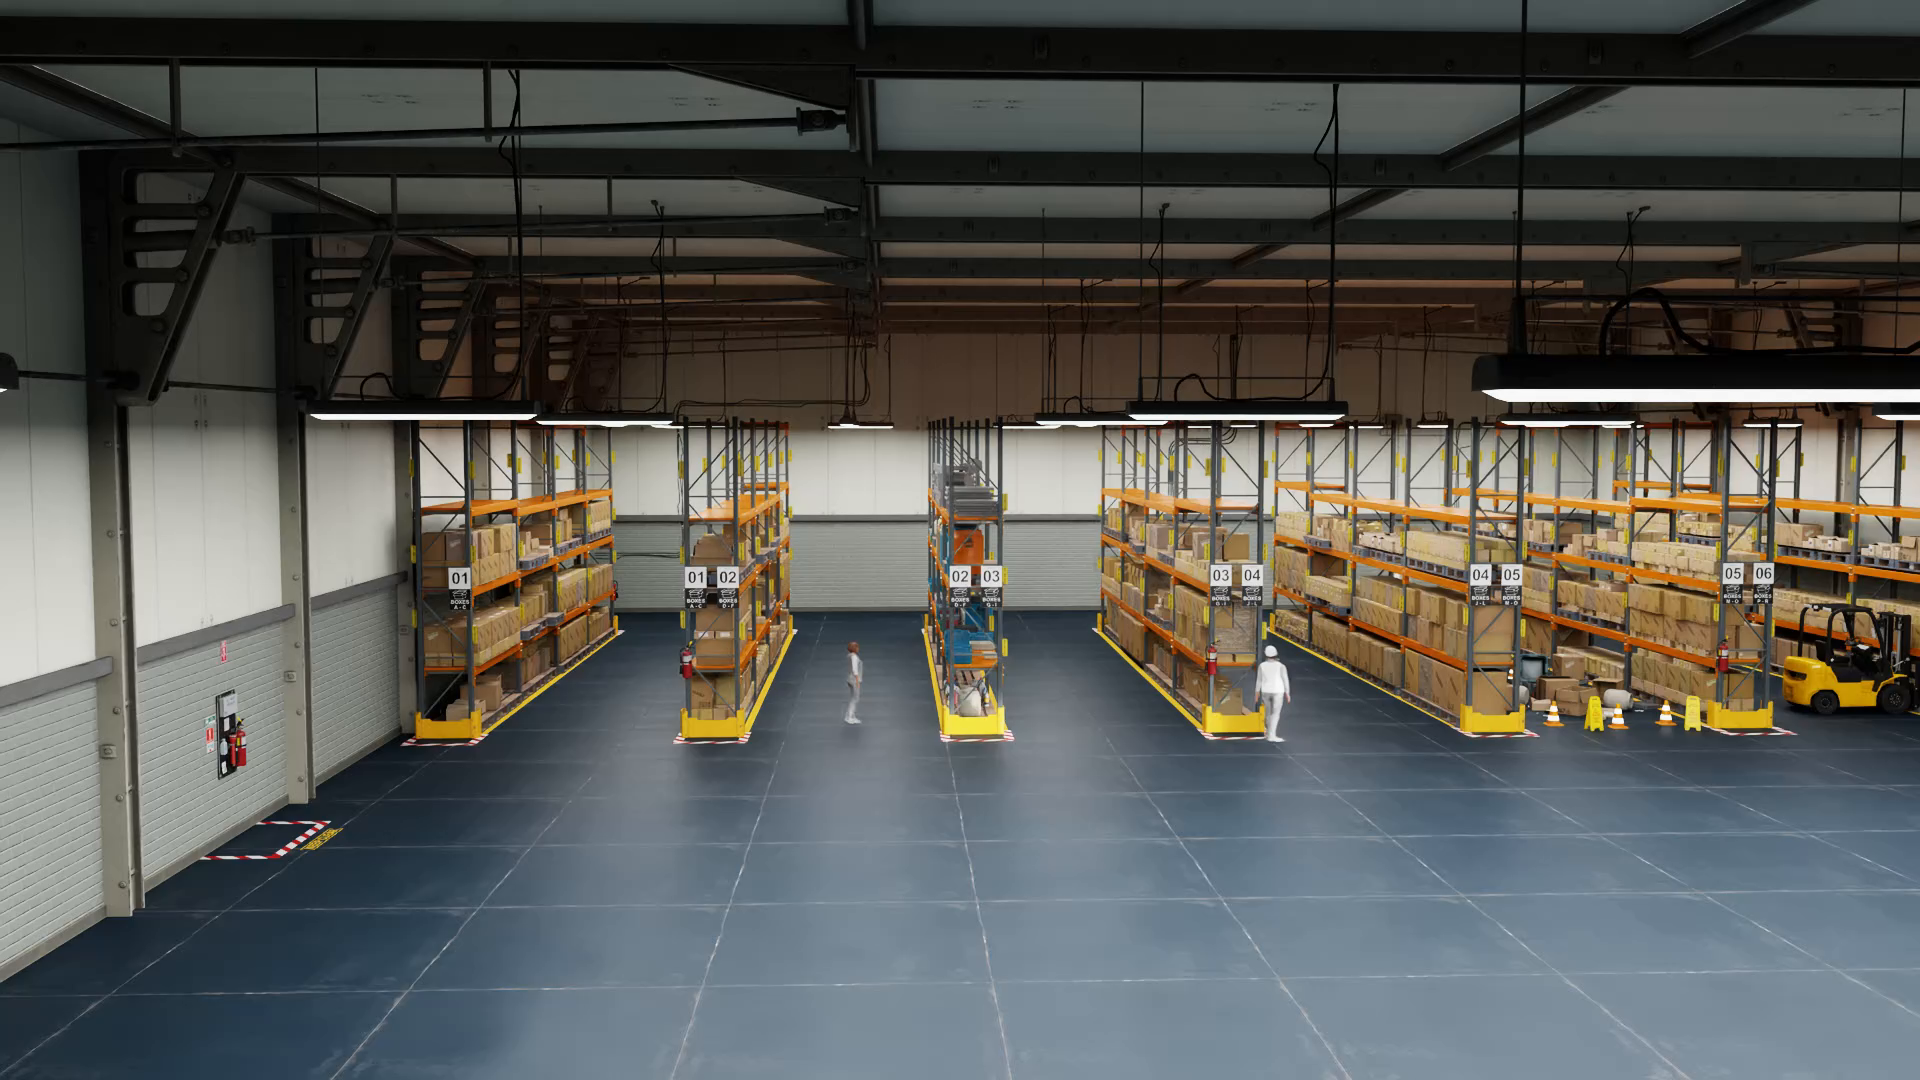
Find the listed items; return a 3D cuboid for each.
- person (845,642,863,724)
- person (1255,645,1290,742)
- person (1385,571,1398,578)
[{"bbox_3d":[-2.096,2.792,32.608,0.345,1.611,0.517,-1,4,-17],"label":"person"},{"bbox_3d":[5.766,2.837,30.662,0.616,1.785,0.384,3,5,39],"label":"person"},{"bbox_3d":[12.931,1.597,50.147,1.056,1.722,0.617,-1,4,-20],"label":"person"}]
